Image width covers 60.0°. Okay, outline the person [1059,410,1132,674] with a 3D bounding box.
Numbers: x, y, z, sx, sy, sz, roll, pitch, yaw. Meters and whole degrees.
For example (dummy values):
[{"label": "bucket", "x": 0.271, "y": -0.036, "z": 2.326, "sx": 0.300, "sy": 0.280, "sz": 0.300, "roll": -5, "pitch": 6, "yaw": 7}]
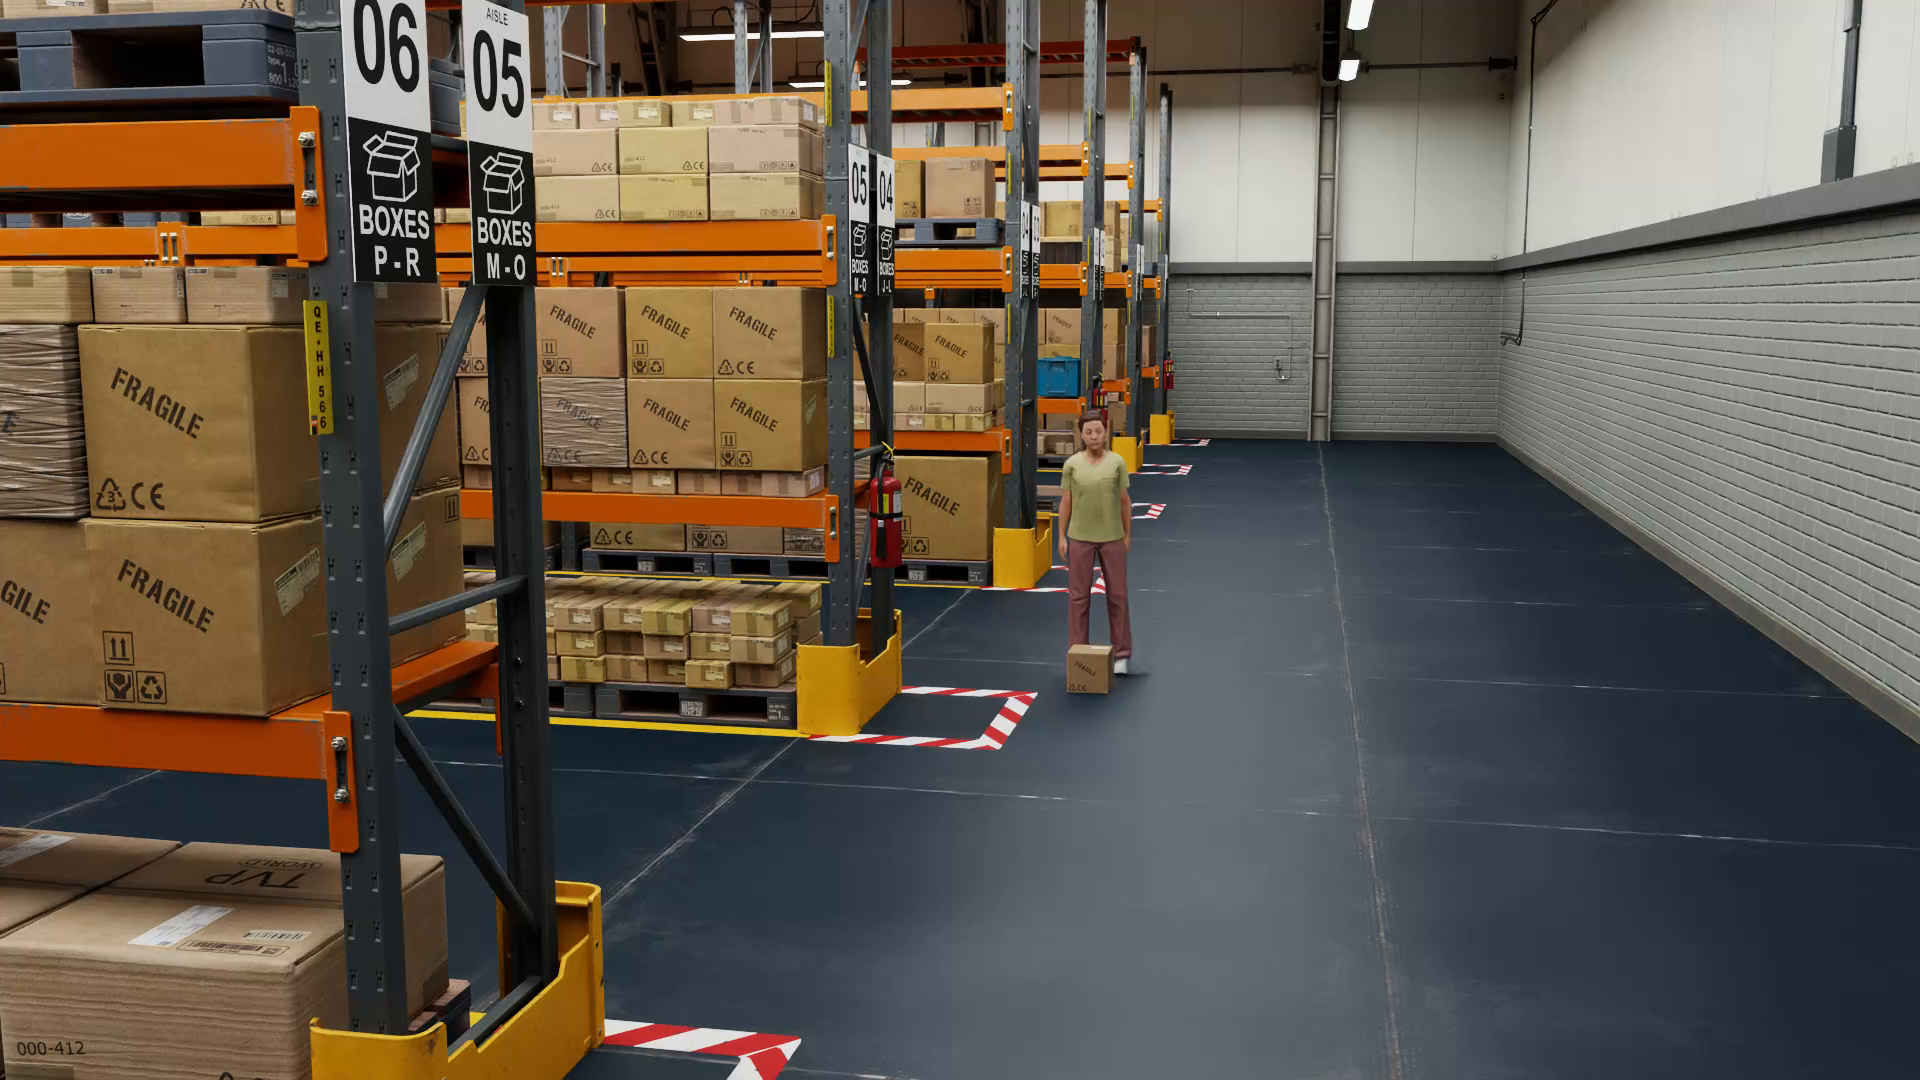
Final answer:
[{"label": "person", "x": 0.876, "y": 0.012, "z": 10.658, "sx": 0.478, "sy": 1.676, "sz": 0.399, "roll": 1, "pitch": 8, "yaw": 4}]
